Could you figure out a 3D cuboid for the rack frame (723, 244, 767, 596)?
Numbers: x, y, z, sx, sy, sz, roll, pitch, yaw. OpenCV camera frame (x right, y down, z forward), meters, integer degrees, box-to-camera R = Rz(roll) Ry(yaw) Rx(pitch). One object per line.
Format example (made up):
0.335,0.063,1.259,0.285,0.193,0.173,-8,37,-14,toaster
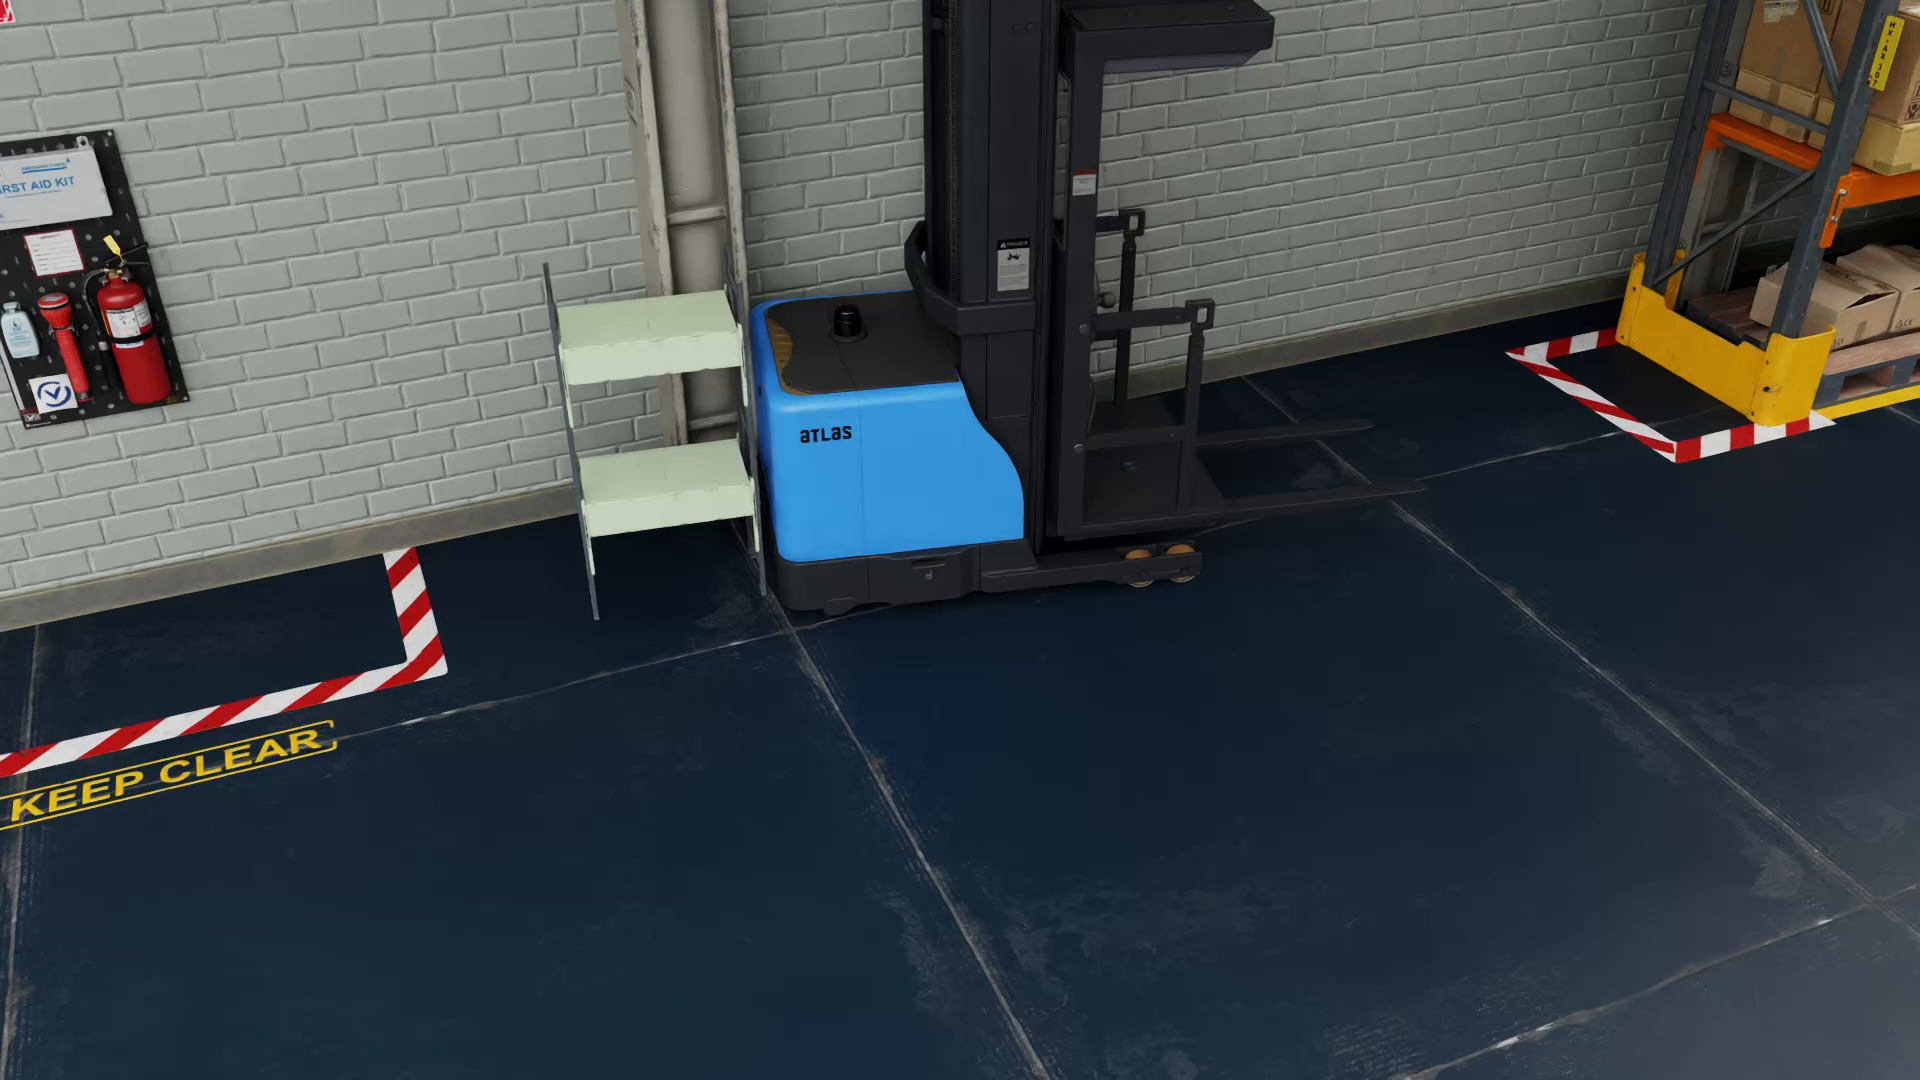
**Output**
-0.918,-0.488,7.124,0.023,1.500,0.400,-8,34,-12,rack frame

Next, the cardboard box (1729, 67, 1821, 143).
4.399,-2.292,8.641,0.500,0.250,0.500,-12,35,-18,cardboard box

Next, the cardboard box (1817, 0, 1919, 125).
4.600,-2.359,8.057,0.500,0.500,0.500,-13,35,-19,cardboard box

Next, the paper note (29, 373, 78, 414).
-3.662,-0.591,6.716,0.142,0.148,0.016,-13,35,-19,paper note

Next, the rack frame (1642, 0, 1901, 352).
4.043,-2.150,8.304,0.127,3.000,1.000,-13,35,-19,rack frame

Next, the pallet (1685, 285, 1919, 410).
4.876,-1.151,9.325,1.213,0.211,1.003,-13,35,-19,pallet

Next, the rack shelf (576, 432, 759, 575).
-1.272,-0.164,7.224,0.720,0.370,0.431,-8,34,-12,rack shelf

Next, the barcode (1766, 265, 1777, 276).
4.578,-1.517,9.385,0.075,0.075,0.001,-13,35,-19,barcode

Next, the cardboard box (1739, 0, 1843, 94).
4.396,-2.616,8.452,0.500,0.500,0.500,-13,35,-19,cardboard box

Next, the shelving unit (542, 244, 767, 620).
-1.272,-0.437,7.046,0.755,1.500,0.431,-8,34,-12,shelving unit

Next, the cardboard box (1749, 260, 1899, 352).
4.716,-1.308,9.072,0.500,0.311,0.500,-17,37,-24,cardboard box

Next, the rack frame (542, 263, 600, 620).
-1.626,-0.386,6.969,0.023,1.500,0.400,-8,34,-12,rack frame

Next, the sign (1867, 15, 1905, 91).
4.253,-2.240,7.648,0.005,0.325,0.100,-13,35,-19,sign

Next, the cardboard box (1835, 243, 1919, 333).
5.242,-1.429,9.257,0.500,0.311,0.500,-10,34,-15,cardboard box

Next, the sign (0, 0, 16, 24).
-3.518,-1.983,5.922,0.199,0.298,0.001,-13,35,-19,sign

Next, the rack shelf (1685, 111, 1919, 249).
5.887,-2.271,9.149,4.000,0.370,1.077,-13,35,-19,rack shelf

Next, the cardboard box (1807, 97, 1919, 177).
4.616,-2.039,8.252,0.500,0.250,0.500,-14,36,-20,cardboard box

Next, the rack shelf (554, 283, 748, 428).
-1.272,-0.764,6.834,0.720,0.370,0.431,-8,34,-12,rack shelf

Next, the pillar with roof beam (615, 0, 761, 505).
0.488,-1.816,2.289,0.400,9.000,9.100,-13,35,-19,pillar with roof beam

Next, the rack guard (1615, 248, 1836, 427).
4.113,-1.118,9.010,0.348,0.500,1.175,-13,35,-19,rack guard

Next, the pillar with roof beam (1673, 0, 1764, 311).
6.020,-3.082,4.236,0.400,9.000,9.100,-13,35,-19,pillar with roof beam

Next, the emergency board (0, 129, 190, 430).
-3.472,-0.963,6.480,0.643,1.169,0.194,-13,35,-19,emergency board

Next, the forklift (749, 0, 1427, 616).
0.618,-1.296,7.054,3.031,2.935,1.130,-6,34,-9,forklift
